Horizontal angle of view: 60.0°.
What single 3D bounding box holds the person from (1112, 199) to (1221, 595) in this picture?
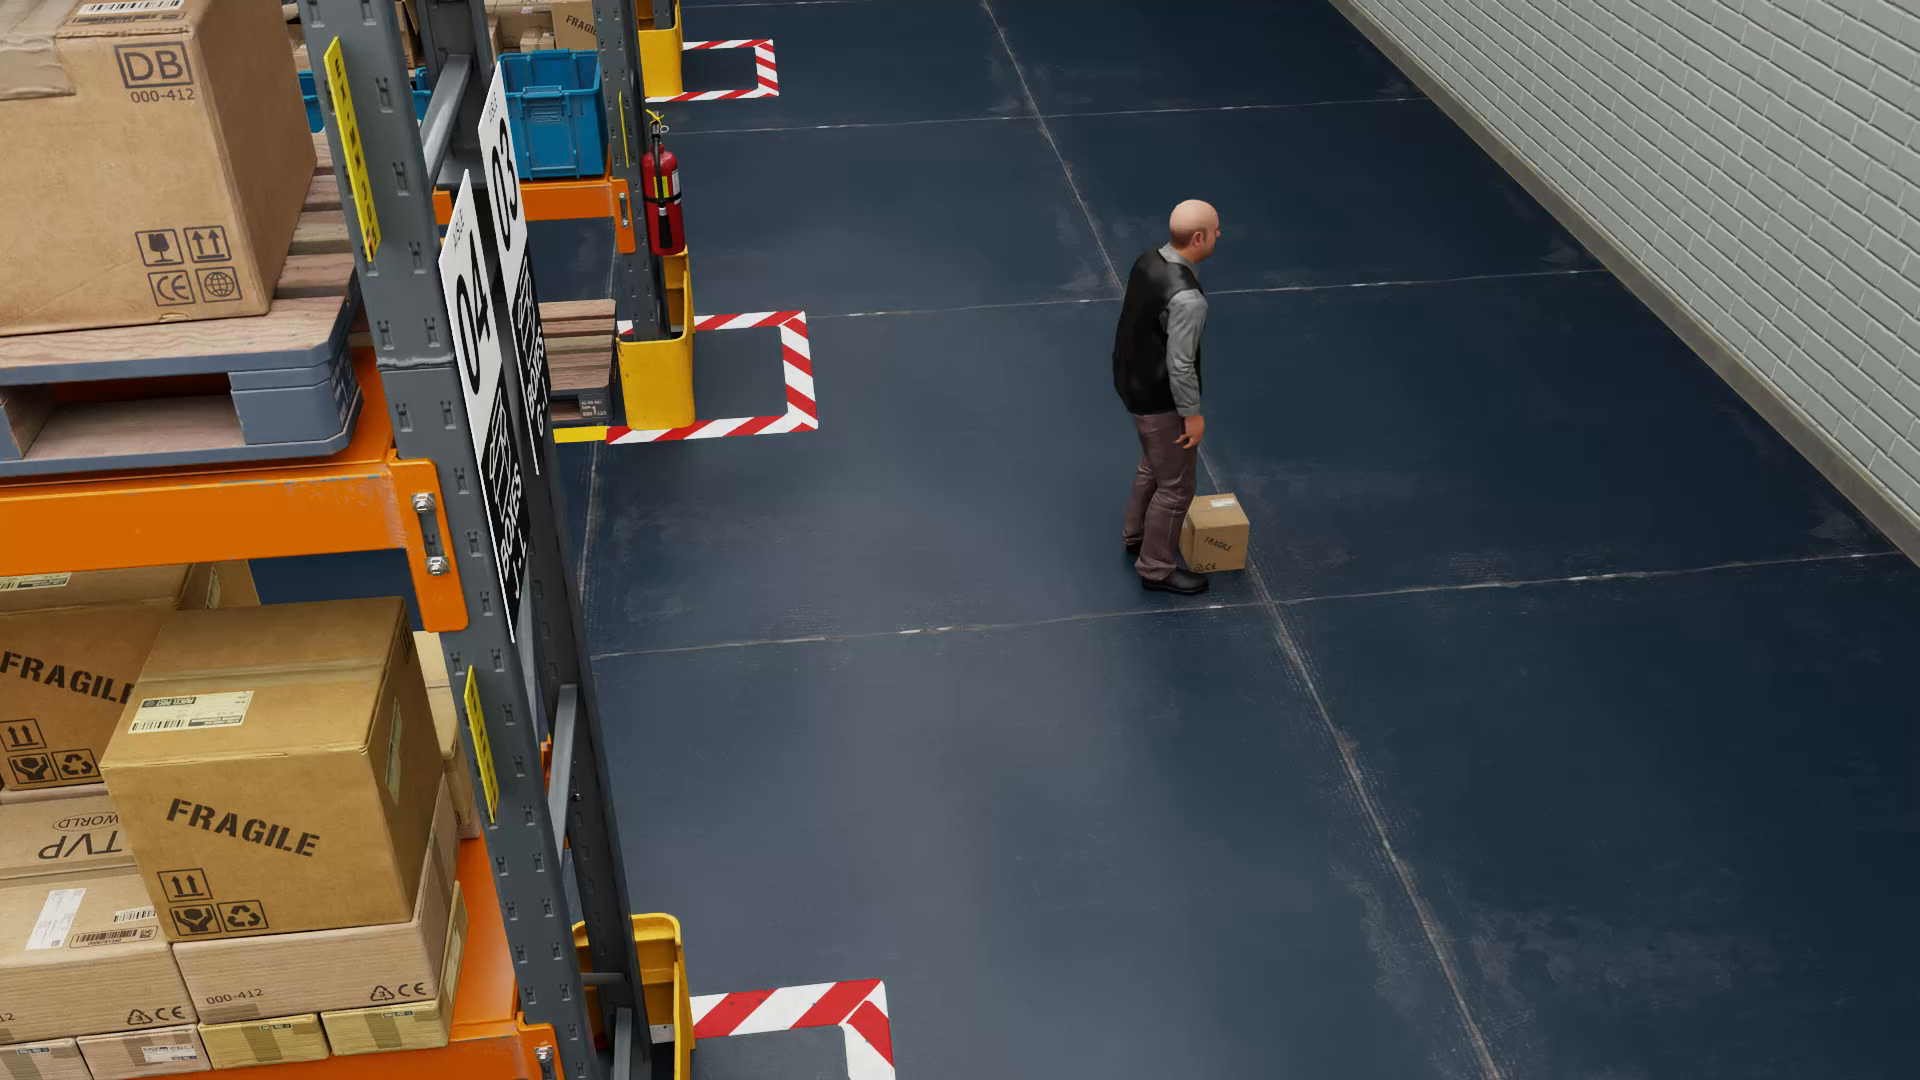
[{"bbox_3d":[0.862,-0.615,7.057,0.423,1.721,0.593,-6,35,-9],"label":"person"}]
